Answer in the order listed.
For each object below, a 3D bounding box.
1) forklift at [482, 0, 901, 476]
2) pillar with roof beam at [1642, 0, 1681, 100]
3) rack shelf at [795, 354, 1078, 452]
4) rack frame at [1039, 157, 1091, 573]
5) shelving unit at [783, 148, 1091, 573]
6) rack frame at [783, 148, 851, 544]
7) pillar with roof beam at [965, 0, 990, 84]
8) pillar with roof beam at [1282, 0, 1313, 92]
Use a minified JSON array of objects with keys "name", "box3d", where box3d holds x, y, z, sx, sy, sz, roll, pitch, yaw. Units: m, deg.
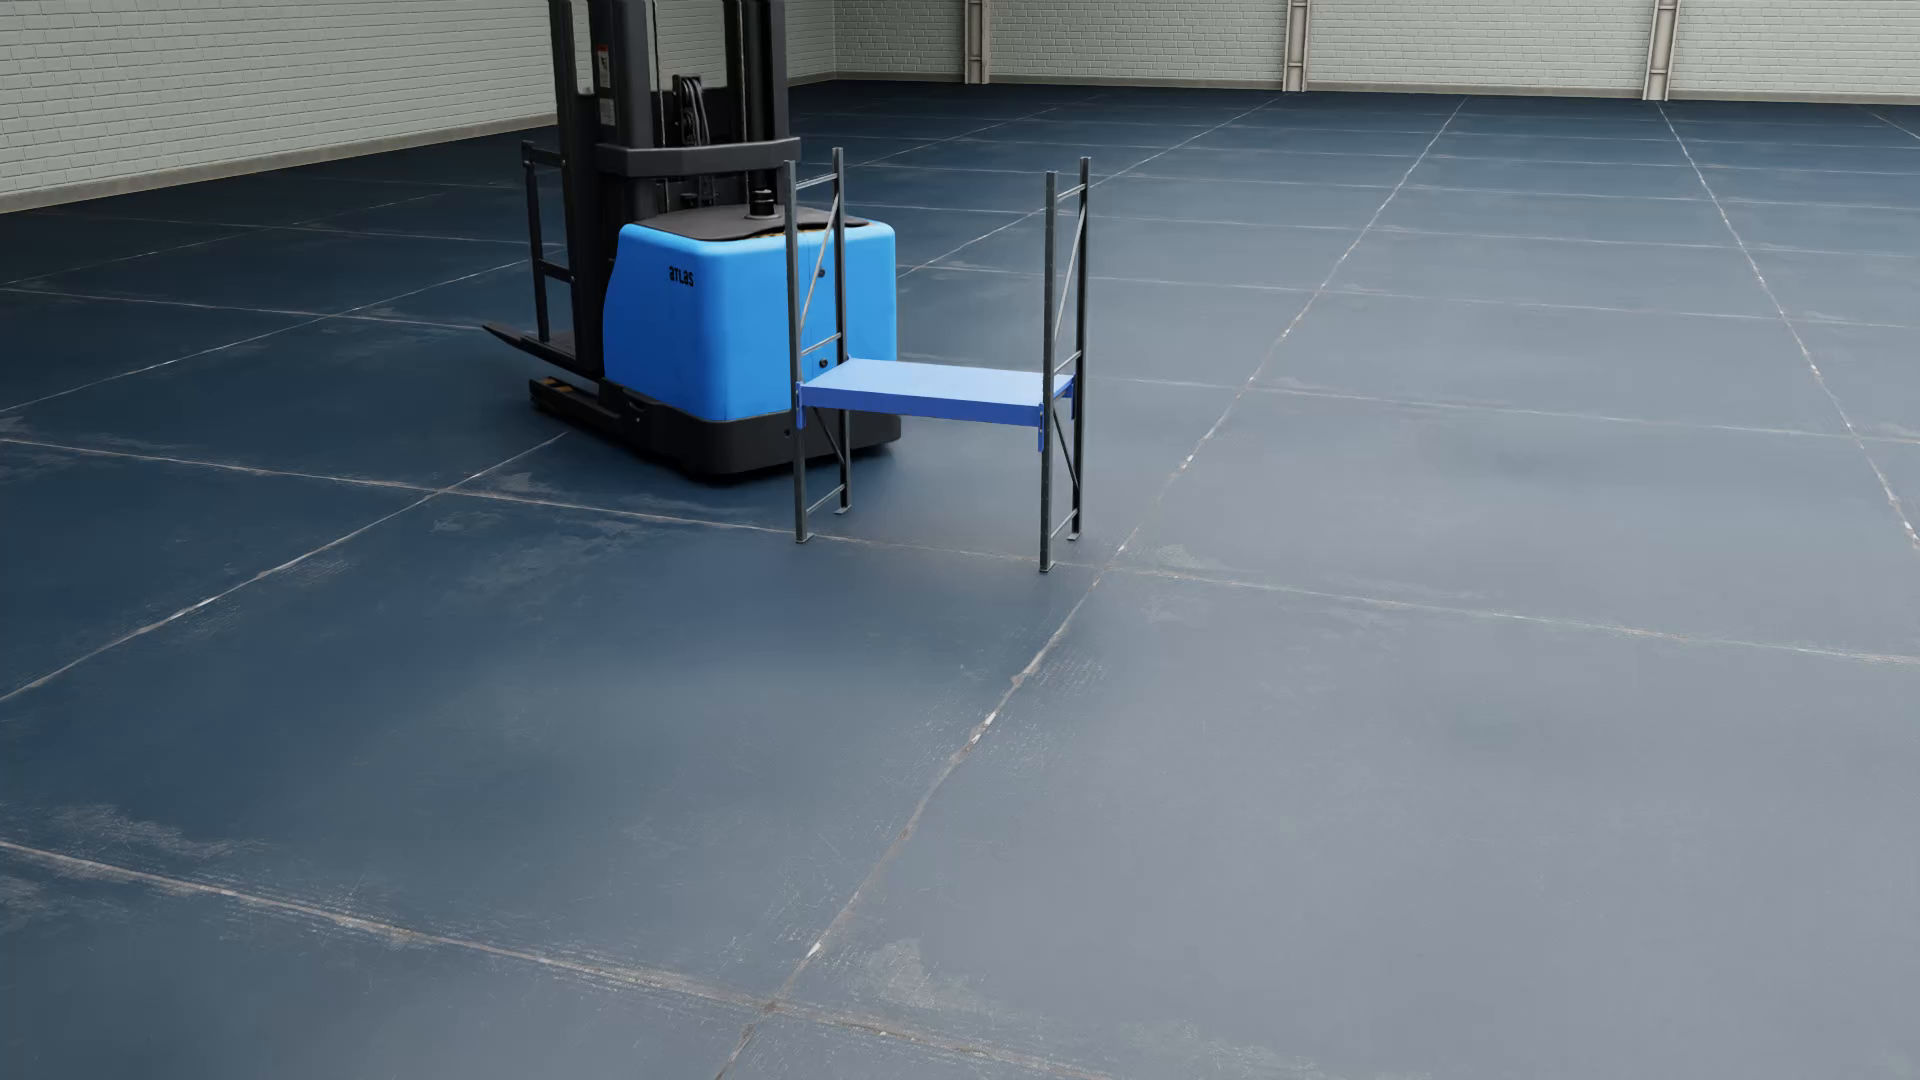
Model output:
[{"name":"forklift","box3d":[-1.572,-2.089,8.231,1.130,2.935,3.031,-14,24,-35]},{"name":"pillar with roof beam","box3d":[10.245,-10.307,22.589,0.400,9.000,9.100,7,20,18]},{"name":"rack shelf","box3d":[-0.081,-0.548,6.531,1.000,0.185,0.538,7,20,18]},{"name":"rack frame","box3d":[0.400,-0.663,6.314,0.032,1.500,0.500,7,20,18]},{"name":"shelving unit","box3d":[-0.081,-0.717,6.472,1.048,1.500,0.538,7,20,18]},{"name":"rack frame","box3d":[-0.561,-0.772,6.629,0.032,1.500,0.500,7,20,18]},{"name":"pillar with roof beam","box3d":[-1.090,-11.603,26.307,0.400,9.000,9.100,7,20,18]},{"name":"pillar with roof beam","box3d":[4.578,-10.955,24.448,0.400,9.000,9.100,7,20,18]}]
